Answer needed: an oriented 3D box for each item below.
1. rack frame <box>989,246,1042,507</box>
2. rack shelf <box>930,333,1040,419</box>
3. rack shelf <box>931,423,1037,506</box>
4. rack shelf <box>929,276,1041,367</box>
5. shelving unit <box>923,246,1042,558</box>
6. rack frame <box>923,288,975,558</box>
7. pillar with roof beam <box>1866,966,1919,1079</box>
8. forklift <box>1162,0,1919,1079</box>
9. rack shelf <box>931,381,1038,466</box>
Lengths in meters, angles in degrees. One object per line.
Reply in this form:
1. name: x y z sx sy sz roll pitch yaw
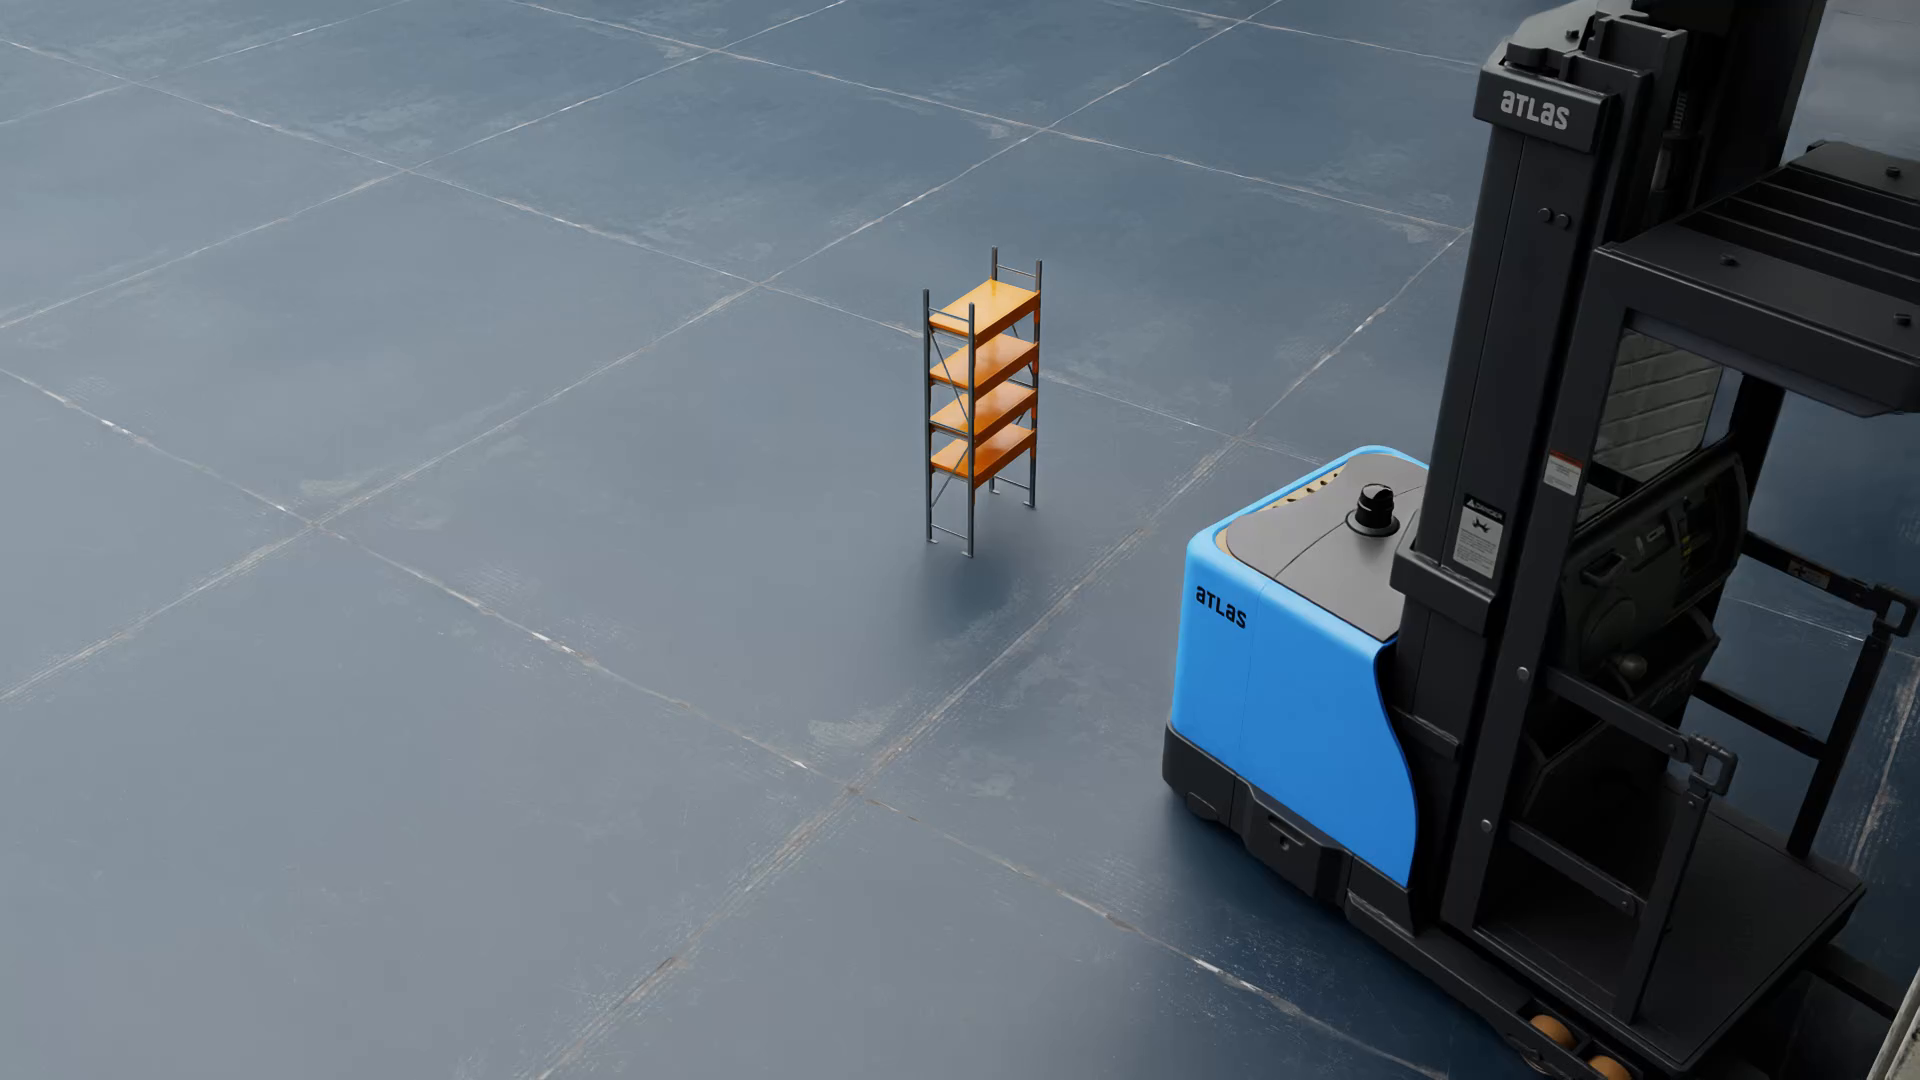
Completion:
1. rack frame: 0.233 -0.686 7.193 0.240 1.200 0.015 21 39 28
2. rack shelf: 0.094 -0.703 6.939 0.258 0.148 0.480 21 39 28
3. rack shelf: 0.094 -0.353 7.175 0.258 0.148 0.480 21 39 28
4. rack shelf: 0.094 -0.899 6.806 0.258 0.148 0.480 21 39 28
5. shelving unit: 0.094 -0.573 7.027 0.258 1.200 0.503 21 39 28
6. rack frame: -0.045 -0.461 6.860 0.240 1.200 0.015 21 39 28
7. pillar with roof beam: -1.189 -3.149 3.874 9.100 9.000 0.400 21 39 28
8. forklift: 2.054 0.122 4.454 1.130 2.935 3.031 -26 42 -33
9. rack shelf: 0.094 -0.517 7.064 0.258 0.148 0.480 21 39 28
